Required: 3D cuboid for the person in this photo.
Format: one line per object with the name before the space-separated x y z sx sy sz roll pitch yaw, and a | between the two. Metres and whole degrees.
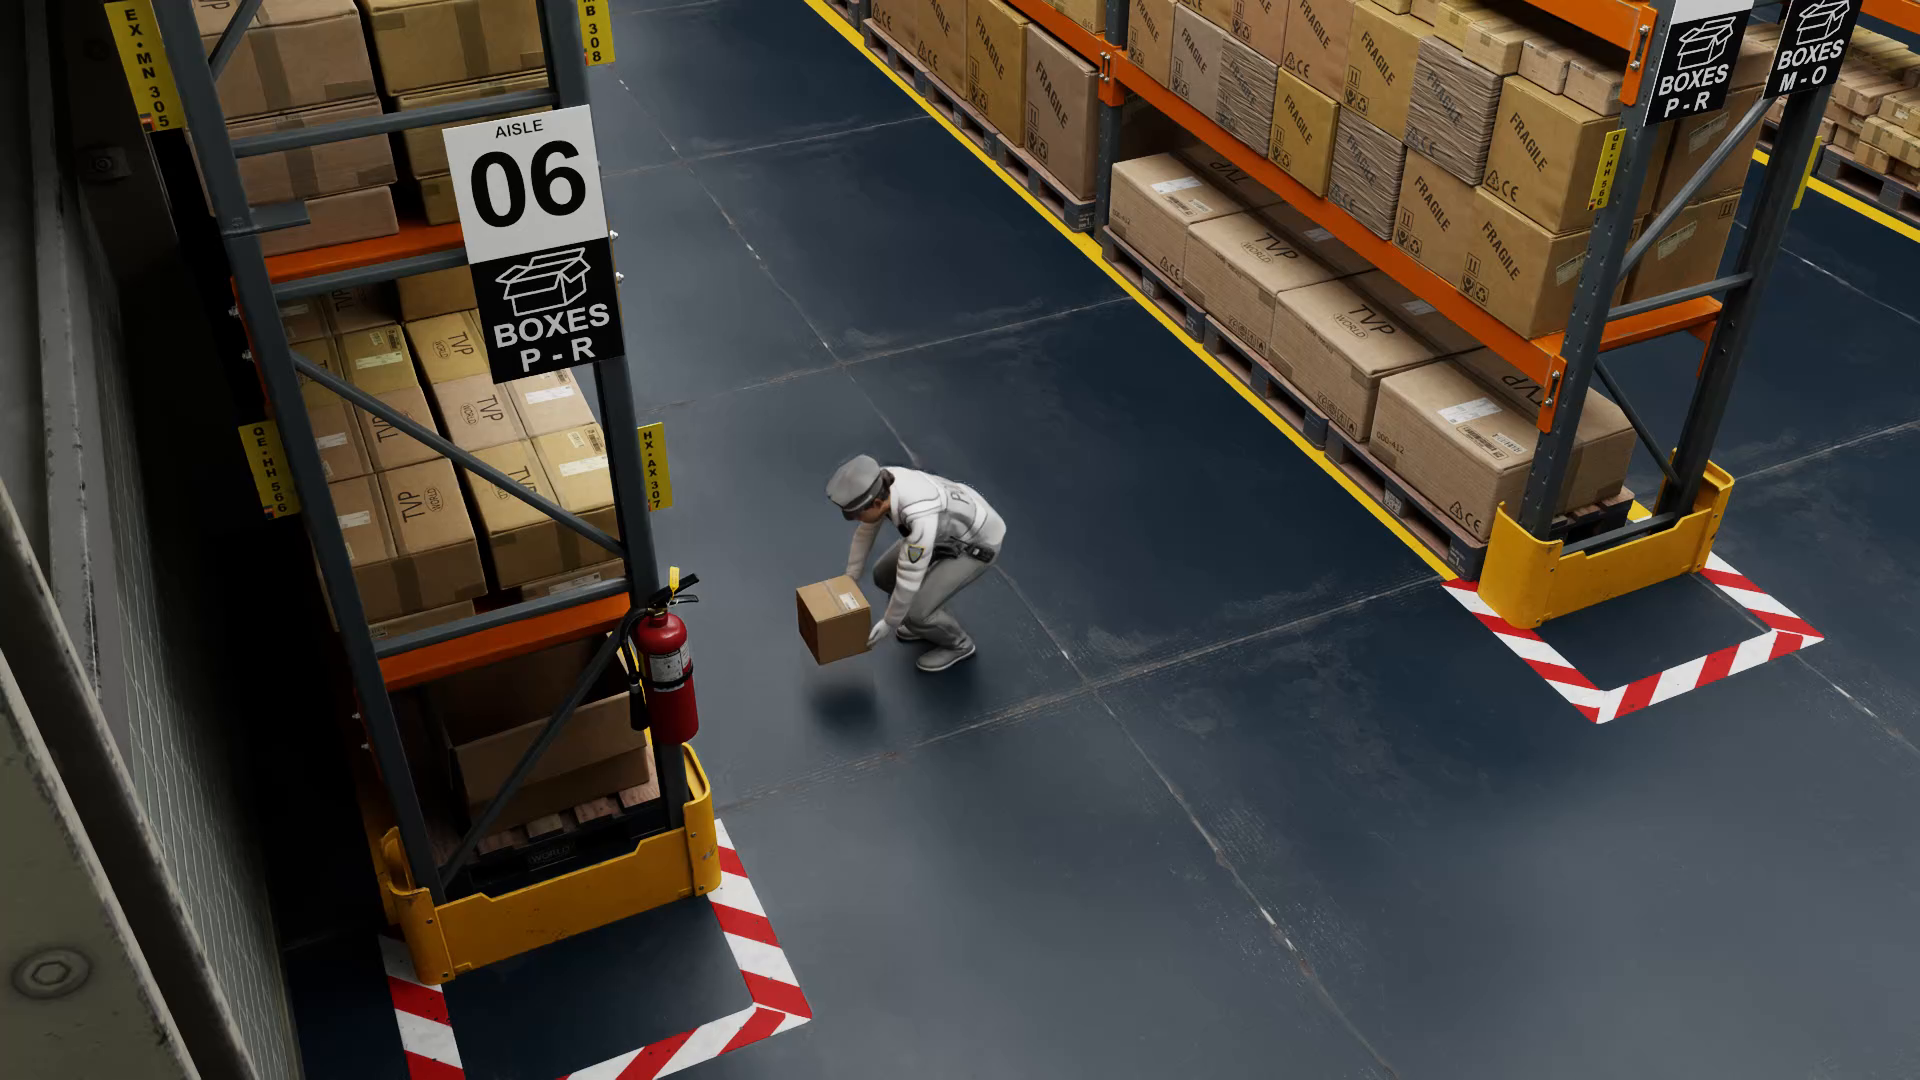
person | -0.183 0.075 7.191 0.802 1.139 0.516 -16 40 -20
